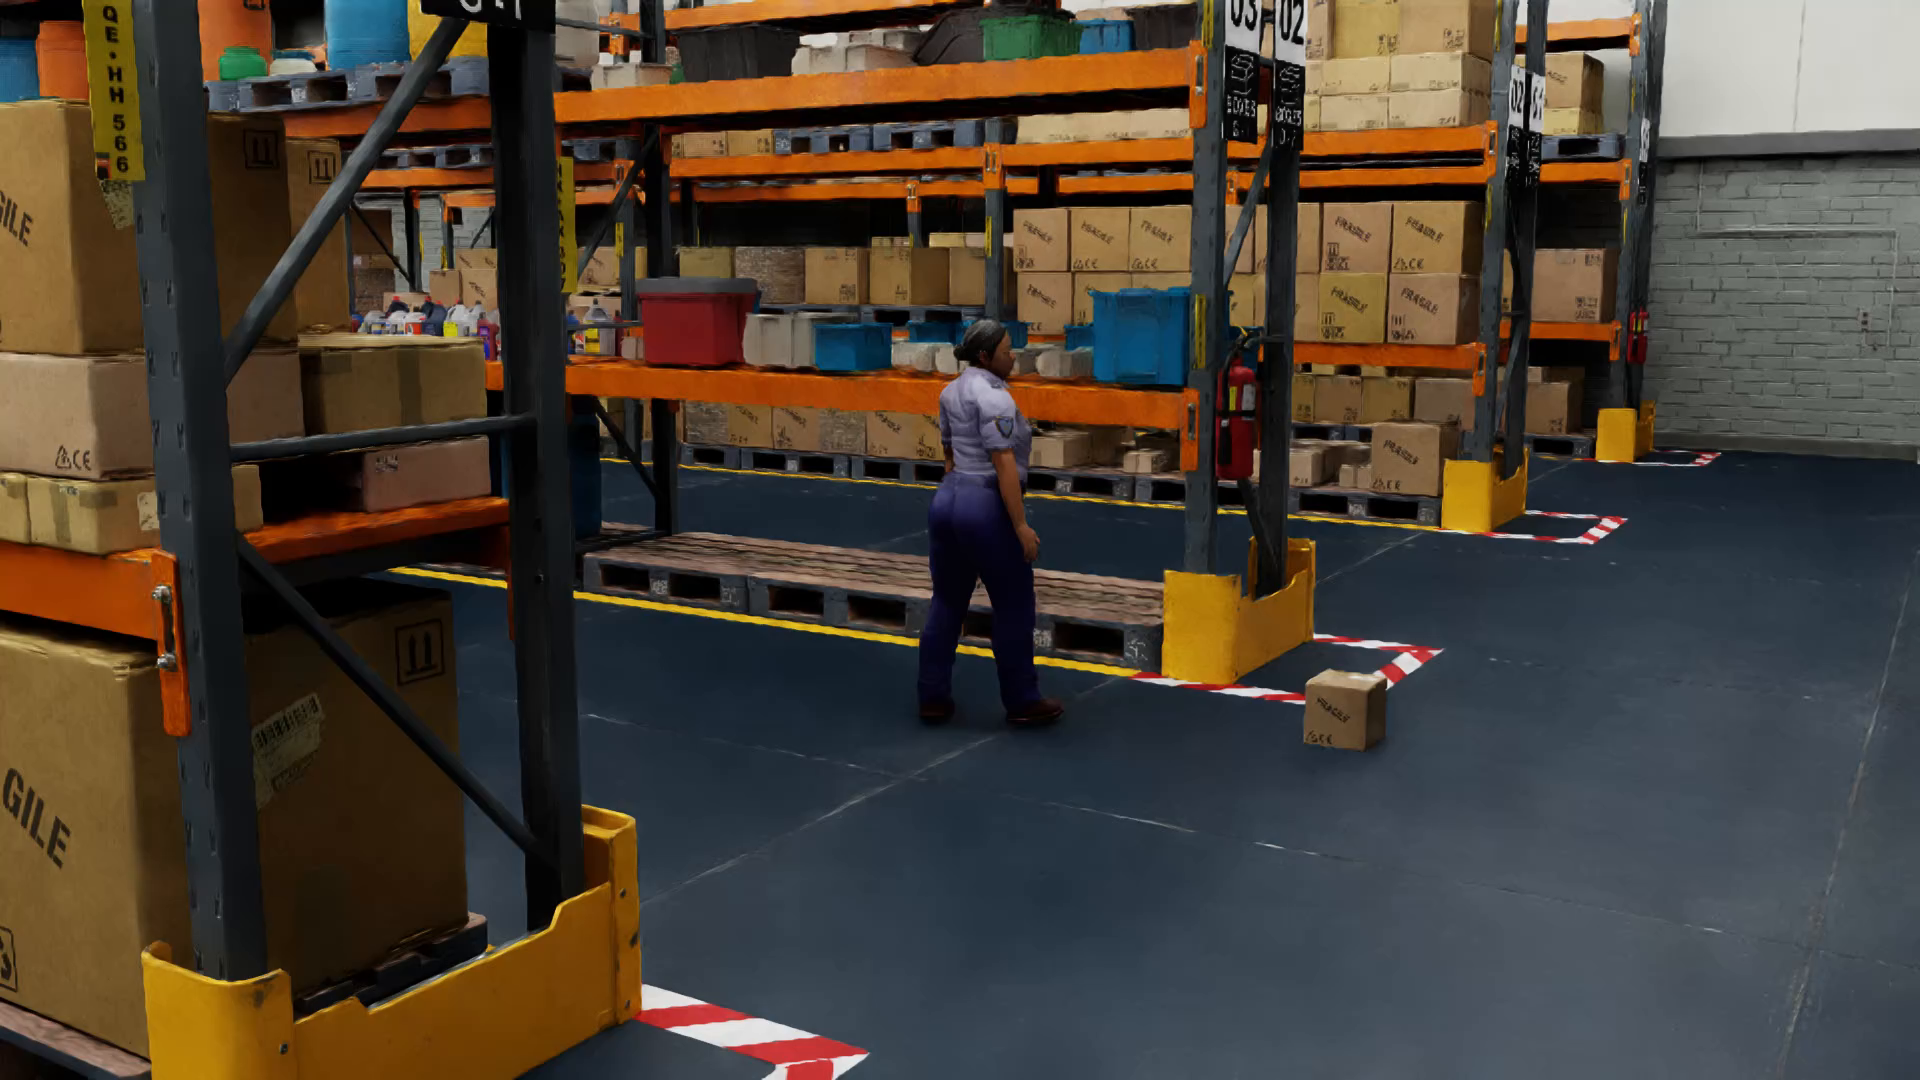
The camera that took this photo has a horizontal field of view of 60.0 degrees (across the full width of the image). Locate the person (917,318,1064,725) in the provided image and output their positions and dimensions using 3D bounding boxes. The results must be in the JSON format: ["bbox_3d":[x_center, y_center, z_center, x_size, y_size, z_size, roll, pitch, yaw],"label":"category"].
[{"bbox_3d":[0.134,-0.066,6.743,0.557,1.630,0.599,-7,12,-35],"label":"person"}]
